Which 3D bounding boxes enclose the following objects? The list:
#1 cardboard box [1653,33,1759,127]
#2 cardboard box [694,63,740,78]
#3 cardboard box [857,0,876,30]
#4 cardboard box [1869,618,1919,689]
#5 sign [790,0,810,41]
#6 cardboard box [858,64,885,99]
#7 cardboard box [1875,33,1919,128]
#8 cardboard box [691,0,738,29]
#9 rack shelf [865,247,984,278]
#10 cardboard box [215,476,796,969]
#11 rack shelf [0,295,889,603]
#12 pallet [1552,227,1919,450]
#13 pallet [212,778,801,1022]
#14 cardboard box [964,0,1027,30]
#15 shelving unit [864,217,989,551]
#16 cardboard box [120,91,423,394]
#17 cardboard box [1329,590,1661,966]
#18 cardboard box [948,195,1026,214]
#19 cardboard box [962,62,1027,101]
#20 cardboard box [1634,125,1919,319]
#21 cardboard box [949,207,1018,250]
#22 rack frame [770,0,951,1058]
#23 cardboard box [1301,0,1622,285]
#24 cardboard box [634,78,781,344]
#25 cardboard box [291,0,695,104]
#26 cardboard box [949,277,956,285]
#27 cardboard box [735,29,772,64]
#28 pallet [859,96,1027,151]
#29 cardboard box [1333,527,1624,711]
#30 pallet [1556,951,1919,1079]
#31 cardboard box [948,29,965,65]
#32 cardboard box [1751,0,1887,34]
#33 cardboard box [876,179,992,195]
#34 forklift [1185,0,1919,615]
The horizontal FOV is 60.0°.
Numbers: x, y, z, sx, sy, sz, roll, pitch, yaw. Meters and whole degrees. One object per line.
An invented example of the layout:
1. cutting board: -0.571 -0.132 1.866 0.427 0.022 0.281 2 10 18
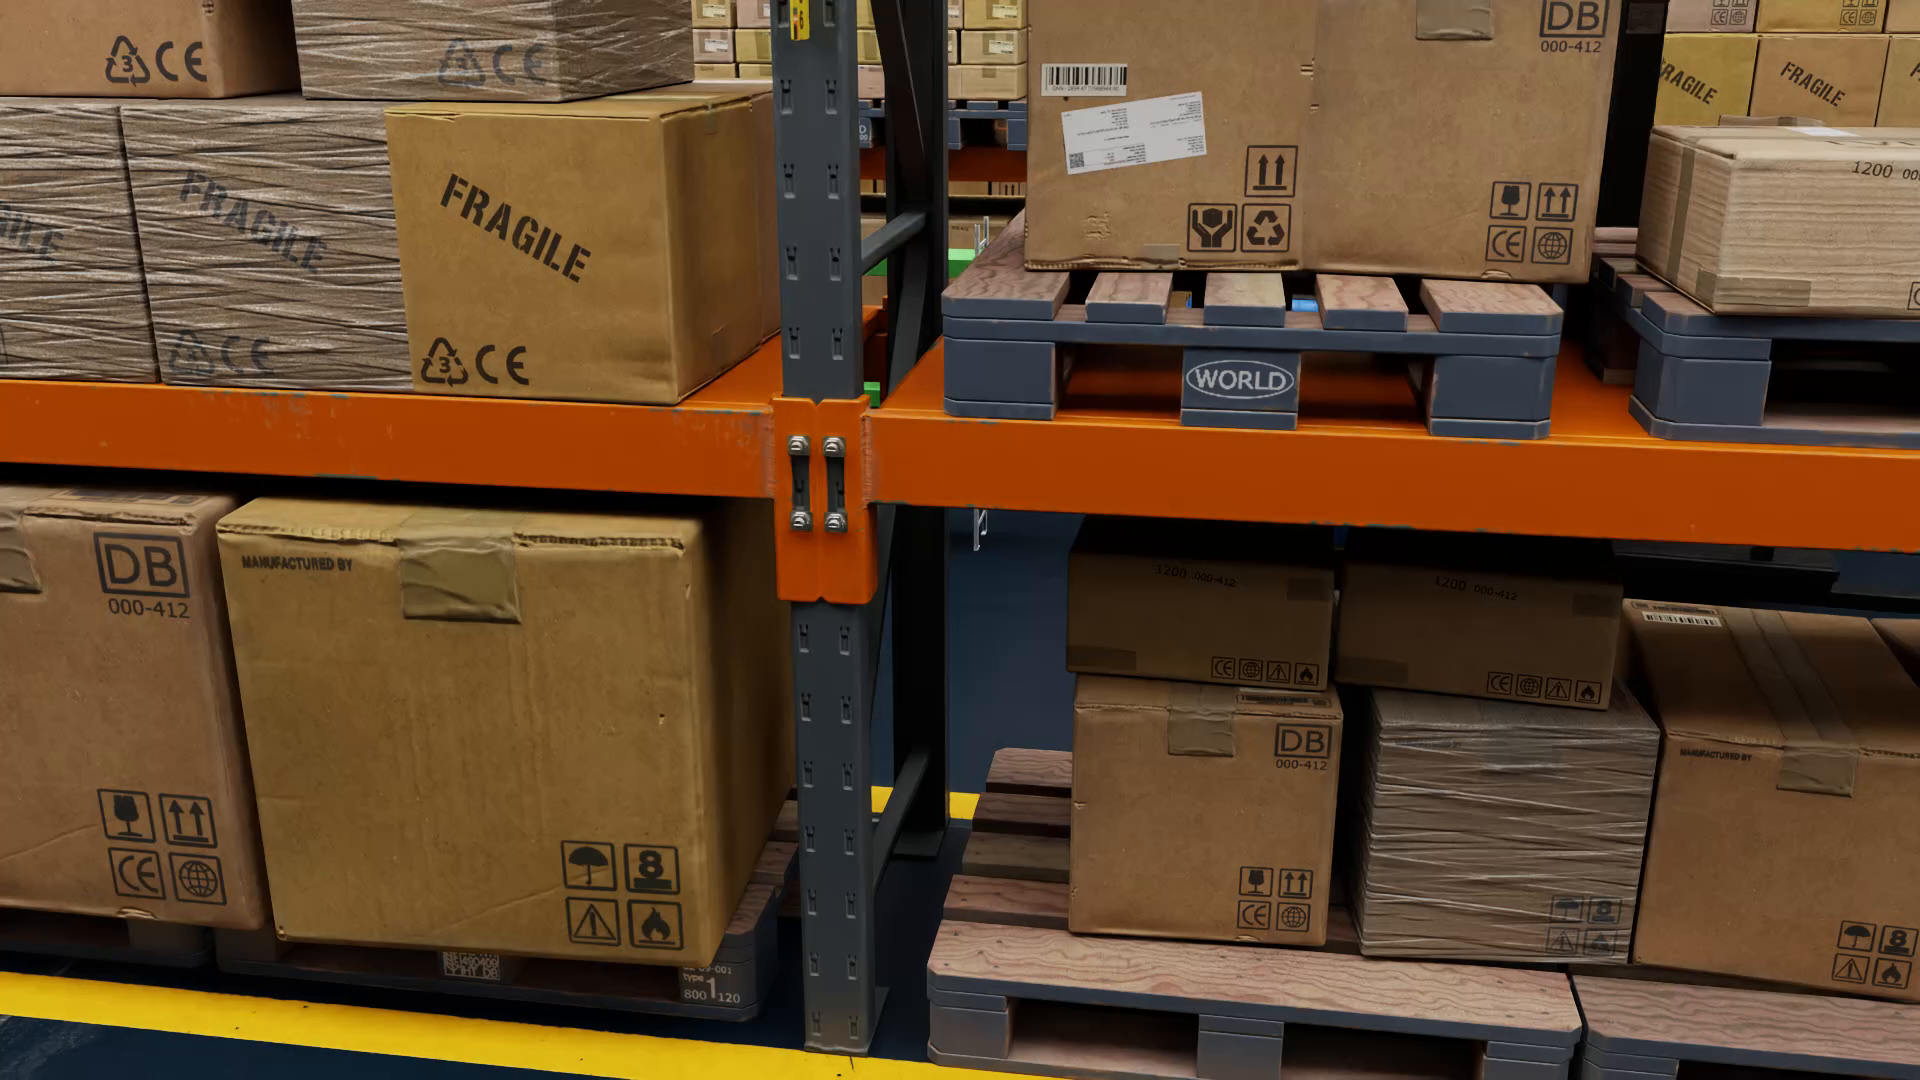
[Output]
1. cardboard box: 3.115 -1.953 7.256 0.500 0.500 0.500 3 19 9
2. cardboard box: -1.105 -2.141 7.709 0.250 0.149 0.380 3 19 10
3. cardboard box: -0.342 -2.384 7.496 0.250 0.149 0.380 4 19 10
4. cardboard box: 2.161 0.517 3.276 0.500 0.500 0.700 1 19 4
5. sign: -0.250 -0.940 2.561 0.005 0.325 0.100 3 19 9
6. cardboard box: -0.338 -2.101 7.588 0.250 0.149 0.380 3 19 10
7. cardboard box: 4.113 -1.903 7.104 0.500 0.500 0.500 3 19 8
8. cardboard box: -1.112 -2.423 7.614 0.250 0.149 0.380 4 19 11
9. rack shelf: -0.163 -0.972 6.006 0.480 0.148 0.258 3 19 9
10. cardboard box: -0.844 0.202 3.659 0.875 0.875 1.225 2 19 6
11. rack shelf: -2.140 -0.325 3.680 4.000 0.370 1.077 3 19 9
12. pallet: 1.795 -0.387 3.036 1.213 0.211 1.003 3 19 9
13. pallet: -0.932 0.694 3.896 1.213 0.211 1.003 3 19 9
14. cardboard box: 0.164 -2.357 7.417 0.250 0.149 0.380 2 19 6
15. shelving unit: -0.163 -0.577 6.138 0.503 1.200 0.258 3 19 9
16. cardboard box: -1.183 -0.587 3.172 0.500 0.500 0.500 3 19 8
17. cardboard box: 1.049 0.463 3.438 0.500 0.500 0.700 1 19 4
18. cardboard box: 0.079 -1.594 8.435 0.500 0.250 0.500 2 19 6
19. cardboard box: 0.161 -2.075 7.511 0.250 0.149 0.380 3 19 10
20. cardboard box: 1.453 -0.537 2.755 0.500 0.250 0.500 2 19 7
21. cardboard box: 0.004 -1.436 7.962 0.500 0.250 0.500 2 19 7
22. rack frame: -0.166 -0.565 3.265 0.127 3.000 1.000 3 19 9
23. cardboard box: 0.941 -0.800 3.148 0.500 0.500 0.700 6 19 17
24. cardboard box: -0.602 -0.722 3.577 0.500 0.500 0.500 3 19 10
25. cardboard box: -0.885 -1.130 3.215 0.637 0.503 0.797 4 19 11
26. cardboard box: 0.030 -1.079 8.078 0.500 0.500 0.500 3 19 8
27. cardboard box: -0.855 -2.269 7.621 0.250 0.149 0.380 3 19 8
28. pallet: 0.000 -2.025 7.932 1.003 0.211 1.213 3 19 9
29. cardboard box: 1.026 0.104 3.330 0.500 0.250 0.500 5 19 15
30. pallet: 1.807 0.859 3.403 1.213 0.211 1.003 3 19 9
31. cardboard box: -0.103 -2.230 7.506 0.250 0.149 0.380 4 19 11
32. cardboard box: 3.671 -2.483 7.262 0.500 0.500 0.700 3 19 8
33. cardboard box: -0.142 -2.968 13.134 0.875 0.875 0.875 3 19 9
34. forklift: 2.273 -1.162 5.156 3.031 2.935 1.130 5 19 14
